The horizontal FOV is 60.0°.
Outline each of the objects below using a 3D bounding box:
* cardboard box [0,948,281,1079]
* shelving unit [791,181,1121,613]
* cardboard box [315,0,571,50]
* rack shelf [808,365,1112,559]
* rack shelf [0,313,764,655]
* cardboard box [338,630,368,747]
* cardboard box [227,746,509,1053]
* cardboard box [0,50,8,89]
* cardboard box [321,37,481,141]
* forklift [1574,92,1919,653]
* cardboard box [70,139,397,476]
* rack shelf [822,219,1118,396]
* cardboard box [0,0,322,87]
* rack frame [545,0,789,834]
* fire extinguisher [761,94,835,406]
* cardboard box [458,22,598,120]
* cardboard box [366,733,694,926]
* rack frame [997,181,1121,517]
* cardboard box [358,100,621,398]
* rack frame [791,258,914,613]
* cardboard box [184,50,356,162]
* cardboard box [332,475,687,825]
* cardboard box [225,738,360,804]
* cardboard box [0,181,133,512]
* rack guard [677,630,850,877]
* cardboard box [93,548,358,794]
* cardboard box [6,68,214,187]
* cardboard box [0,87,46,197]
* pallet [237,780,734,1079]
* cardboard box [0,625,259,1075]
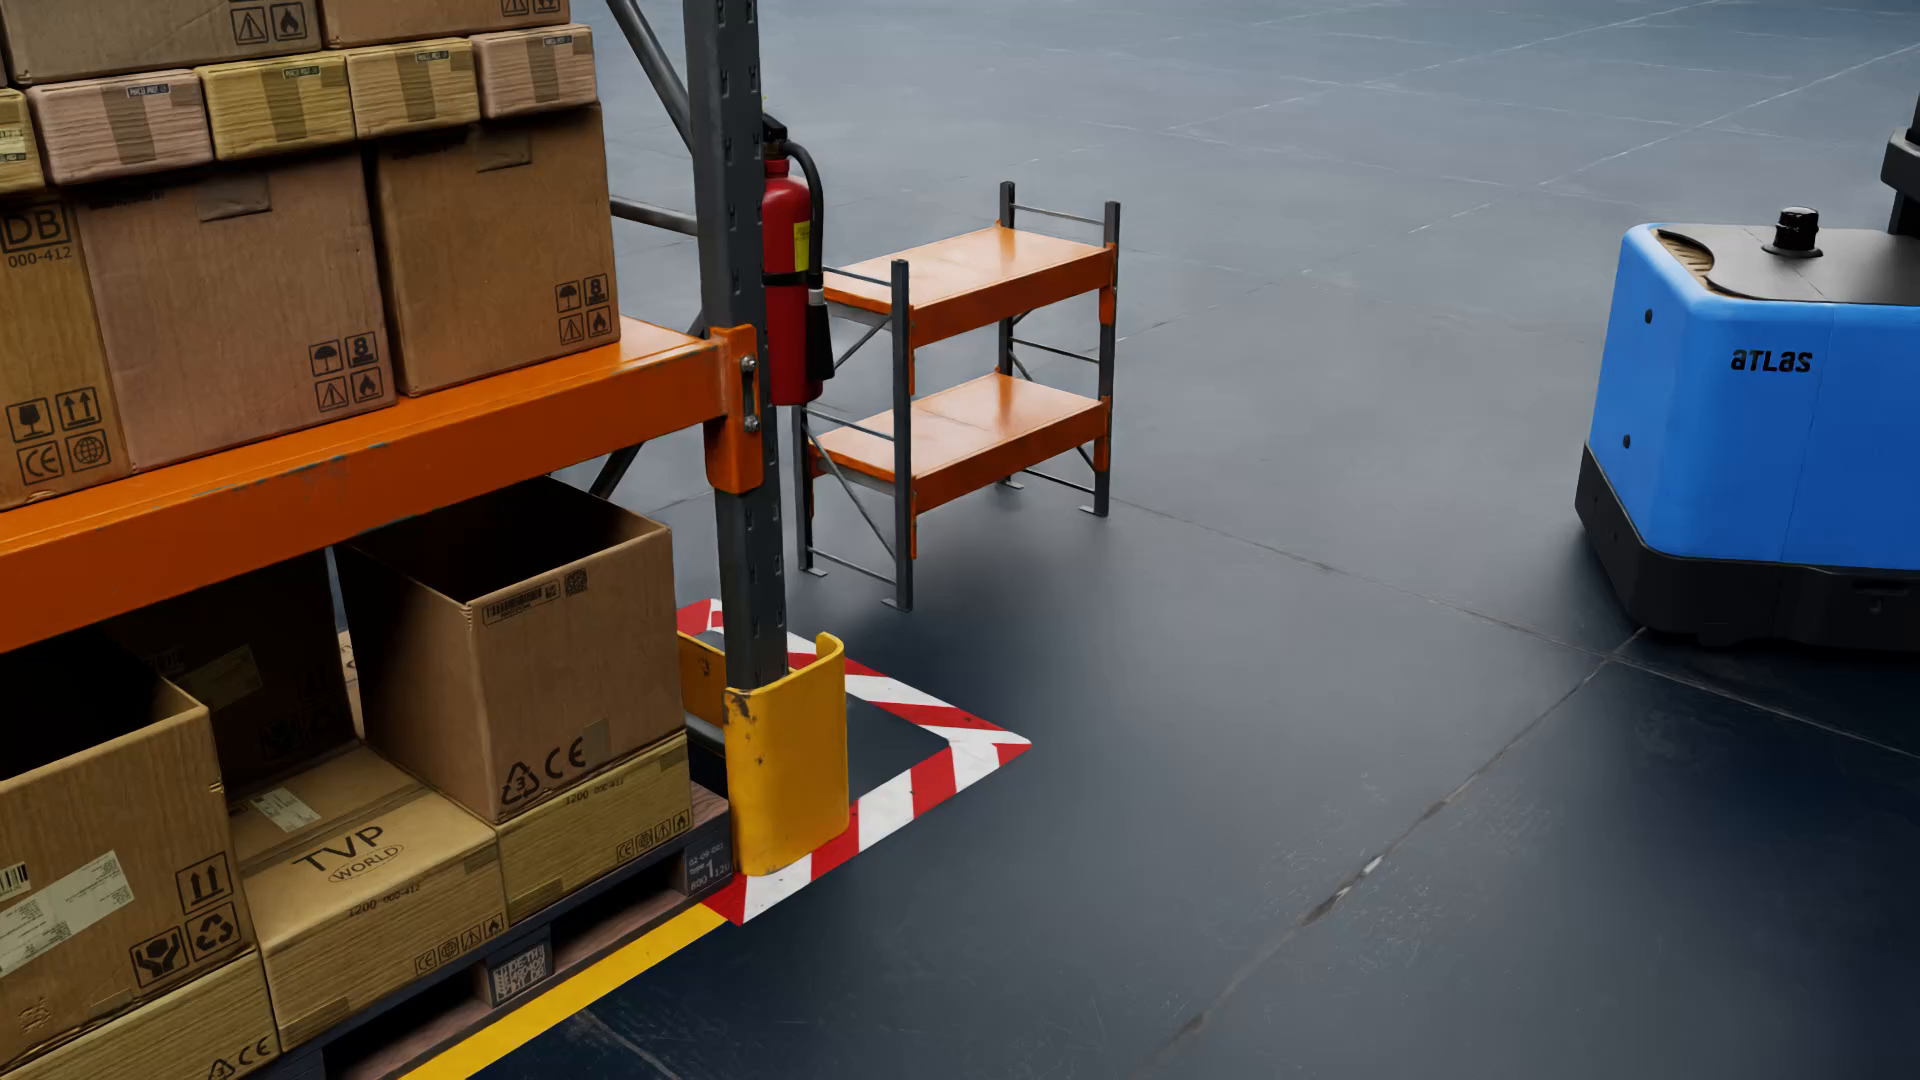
[{"bbox_3d":[-1.611,0.855,3.023,0.500,0.250,0.500,20,31,38],"label":"cardboard box"},{"bbox_3d":[-0.005,-0.511,5.515,0.538,1.125,1.048,20,31,38],"label":"shelving unit"},{"bbox_3d":[-1.172,-1.243,3.148,0.700,0.500,0.500,20,31,38],"label":"cardboard box"},{"bbox_3d":[-0.005,-0.288,5.615,0.538,0.278,1.000,20,31,38],"label":"rack shelf"},{"bbox_3d":[-2.151,0.177,2.567,1.077,0.370,4.000,20,31,38],"label":"rack shelf"},{"bbox_3d":[-1.339,0.406,4.027,0.500,0.250,0.500,20,31,38],"label":"cardboard box"},{"bbox_3d":[-1.278,0.703,3.364,0.500,0.250,0.500,20,31,38],"label":"cardboard box"},{"bbox_3d":[-1.855,-0.927,2.444,0.700,0.500,0.500,20,31,38],"label":"cardboard box"},{"bbox_3d":[-1.103,-0.853,3.071,0.380,0.149,0.250,21,32,39],"label":"cardboard box"},{"bbox_3d":[3.594,-1.127,4.681,3.031,2.935,1.130,3,24,7],"label":"forklift"},{"bbox_3d":[-1.484,-0.506,3.089,0.700,0.500,0.500,21,32,39],"label":"cardboard box"},{"bbox_3d":[-0.005,-0.778,5.396,0.538,0.278,1.000,20,31,38],"label":"rack shelf"},{"bbox_3d":[-1.519,-1.081,2.787,0.700,0.500,0.500,19,30,36],"label":"cardboard box"},{"bbox_3d":[-0.816,-0.760,3.779,1.000,3.000,0.127,20,31,38],"label":"rack frame"},{"bbox_3d":[-0.391,-0.634,3.592,0.296,0.674,0.183,20,31,38],"label":"fire extinguisher"},{"bbox_3d":[-0.929,-0.933,3.250,0.380,0.149,0.250,20,31,37],"label":"cardboard box"},{"bbox_3d":[-0.954,0.547,3.711,0.500,0.250,0.500,20,31,38],"label":"cardboard box"},{"bbox_3d":[0.335,-0.666,5.861,0.500,1.125,0.032,20,31,38],"label":"rack frame"},{"bbox_3d":[-1.137,-0.667,3.449,0.700,0.500,0.500,20,31,38],"label":"cardboard box"},{"bbox_3d":[-0.344,-0.356,5.170,0.500,1.125,0.032,20,31,38],"label":"rack frame"},{"bbox_3d":[-1.273,-0.775,2.898,0.380,0.149,0.250,20,31,37],"label":"cardboard box"},{"bbox_3d":[-0.952,0.205,3.557,0.500,0.500,0.500,20,31,38],"label":"cardboard box"},{"bbox_3d":[-1.670,0.559,3.685,0.500,0.250,0.500,20,31,38],"label":"cardboard box"},{"bbox_3d":[-1.819,-0.356,2.755,0.700,0.500,0.500,20,31,38],"label":"cardboard box"},{"bbox_3d":[-0.800,0.373,4.307,1.175,0.500,0.348,20,31,38],"label":"rack guard"},{"bbox_3d":[-1.672,0.216,3.532,0.500,0.500,0.500,20,31,38],"label":"cardboard box"},{"bbox_3d":[-1.443,-0.699,2.728,0.380,0.149,0.250,21,31,38],"label":"cardboard box"},{"bbox_3d":[-1.618,-0.619,2.549,0.380,0.149,0.250,21,32,39],"label":"cardboard box"},{"bbox_3d":[-1.295,0.757,3.804,1.003,0.211,1.213,20,31,38],"label":"pallet"},{"bbox_3d":[-1.609,0.514,2.868,0.500,0.500,0.500,20,31,38],"label":"cardboard box"}]
